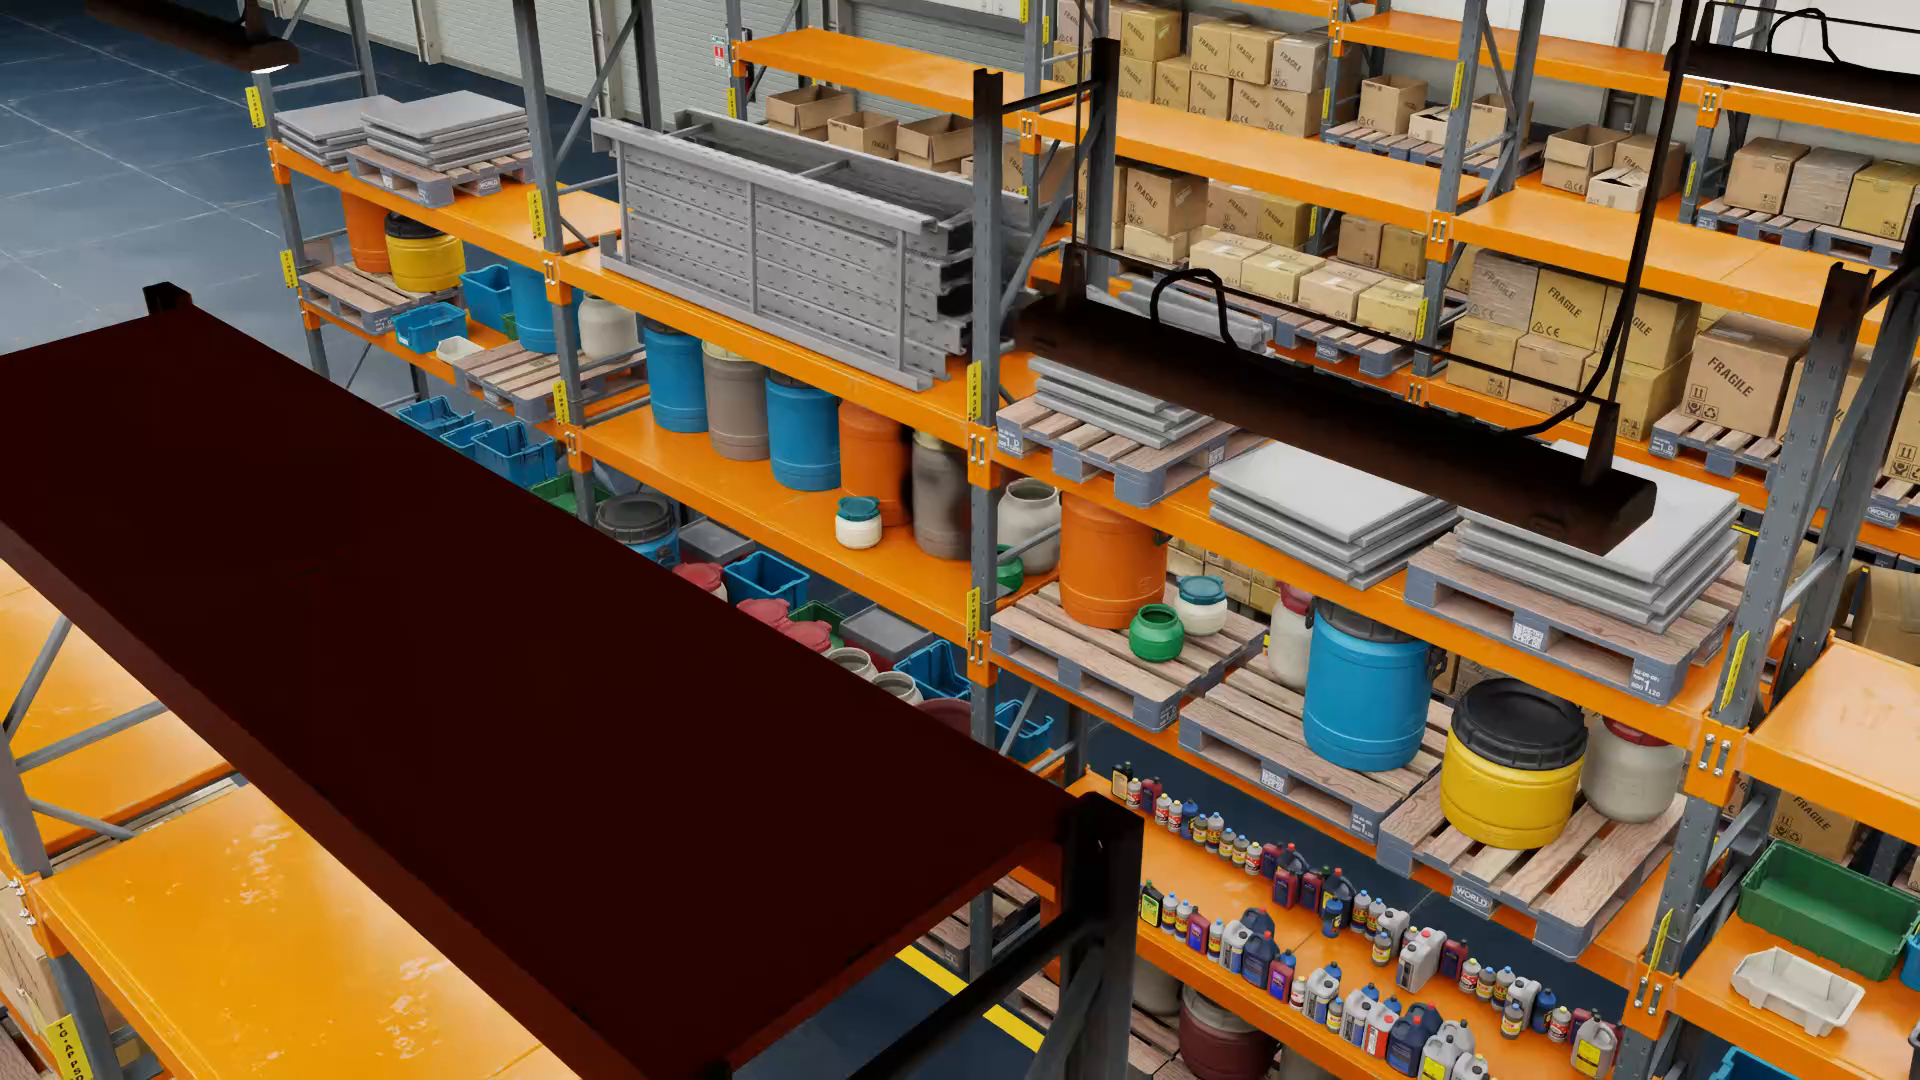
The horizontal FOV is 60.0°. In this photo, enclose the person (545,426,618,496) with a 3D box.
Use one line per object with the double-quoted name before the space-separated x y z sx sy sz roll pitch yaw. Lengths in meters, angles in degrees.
"person" -3.866 -1.014 16.291 0.992 1.735 0.721 8 30 14
